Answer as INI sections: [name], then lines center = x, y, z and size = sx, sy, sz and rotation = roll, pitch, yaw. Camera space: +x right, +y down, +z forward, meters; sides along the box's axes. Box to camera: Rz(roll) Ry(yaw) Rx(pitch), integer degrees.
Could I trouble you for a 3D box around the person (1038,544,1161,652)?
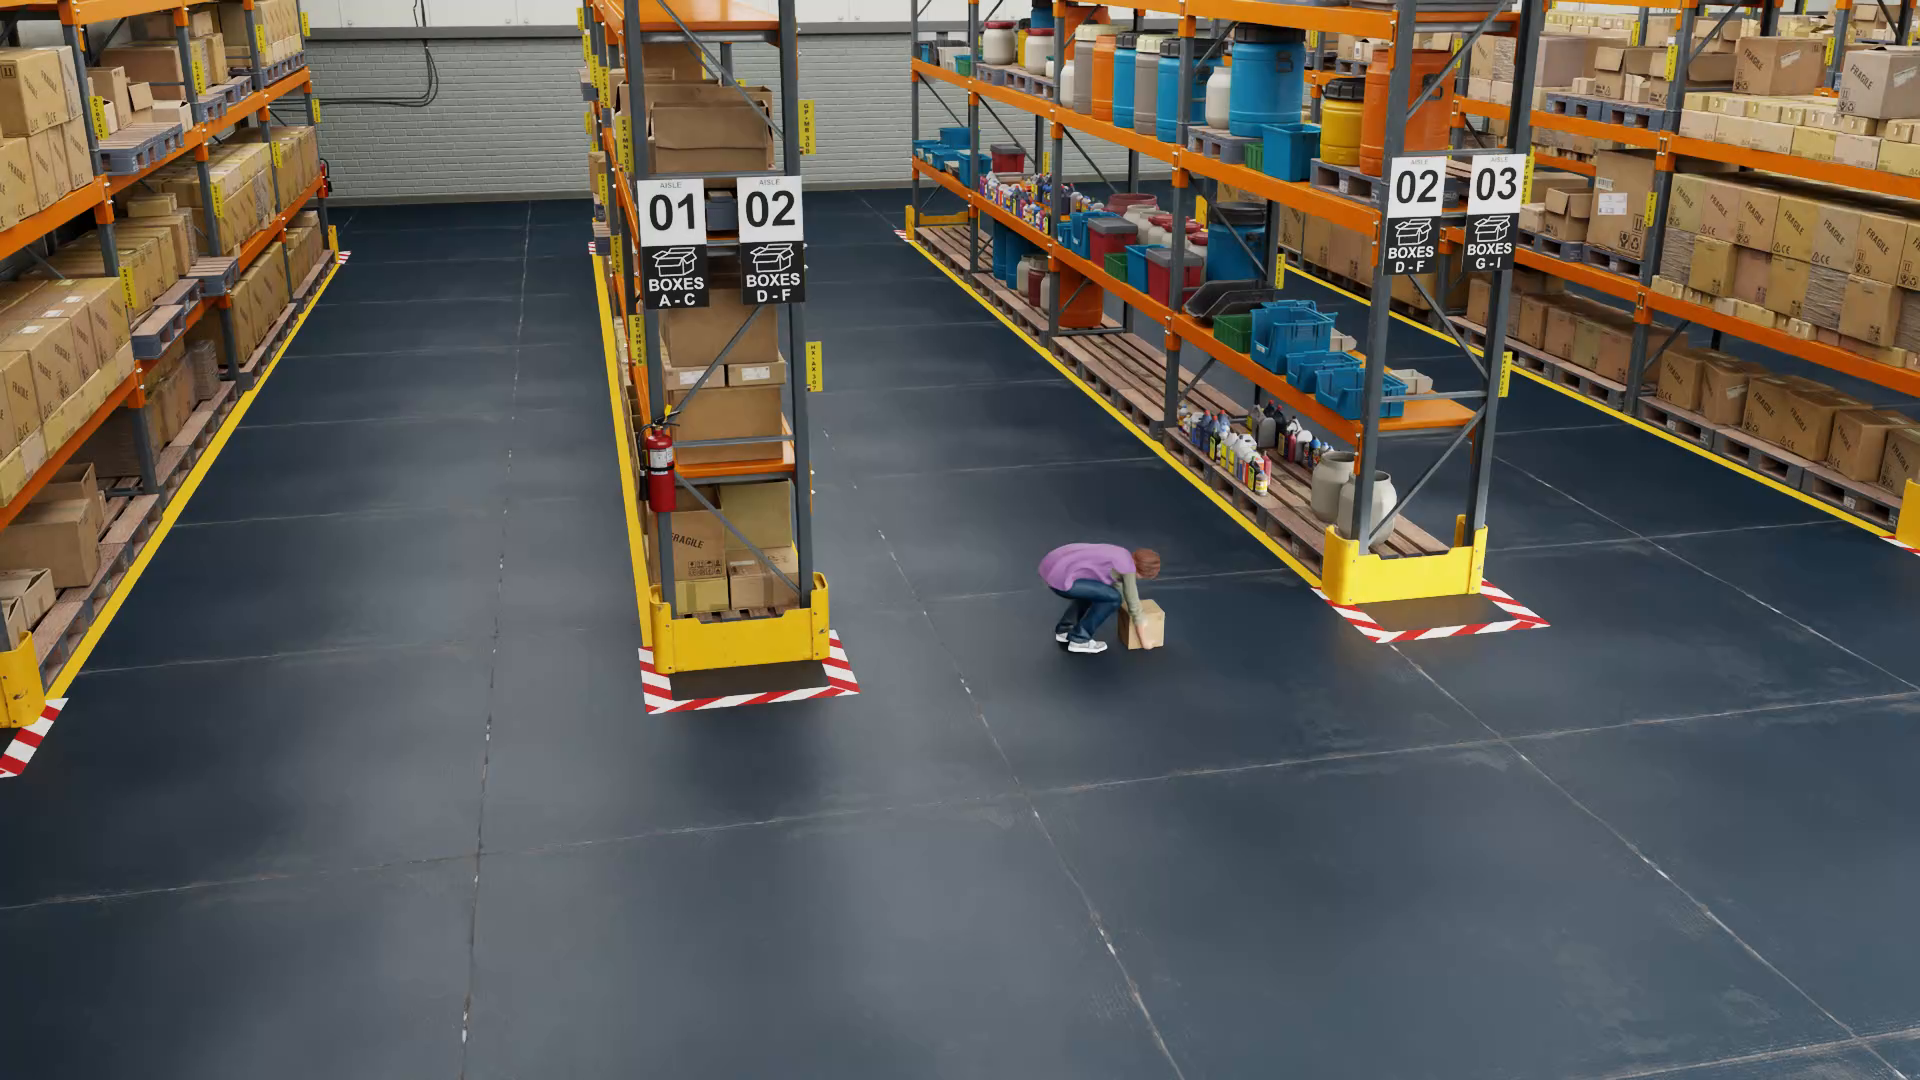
[person]
center = 0.951, 0.379, 11.337
size = 0.873, 0.759, 0.423
rotation = -5, 21, -14
